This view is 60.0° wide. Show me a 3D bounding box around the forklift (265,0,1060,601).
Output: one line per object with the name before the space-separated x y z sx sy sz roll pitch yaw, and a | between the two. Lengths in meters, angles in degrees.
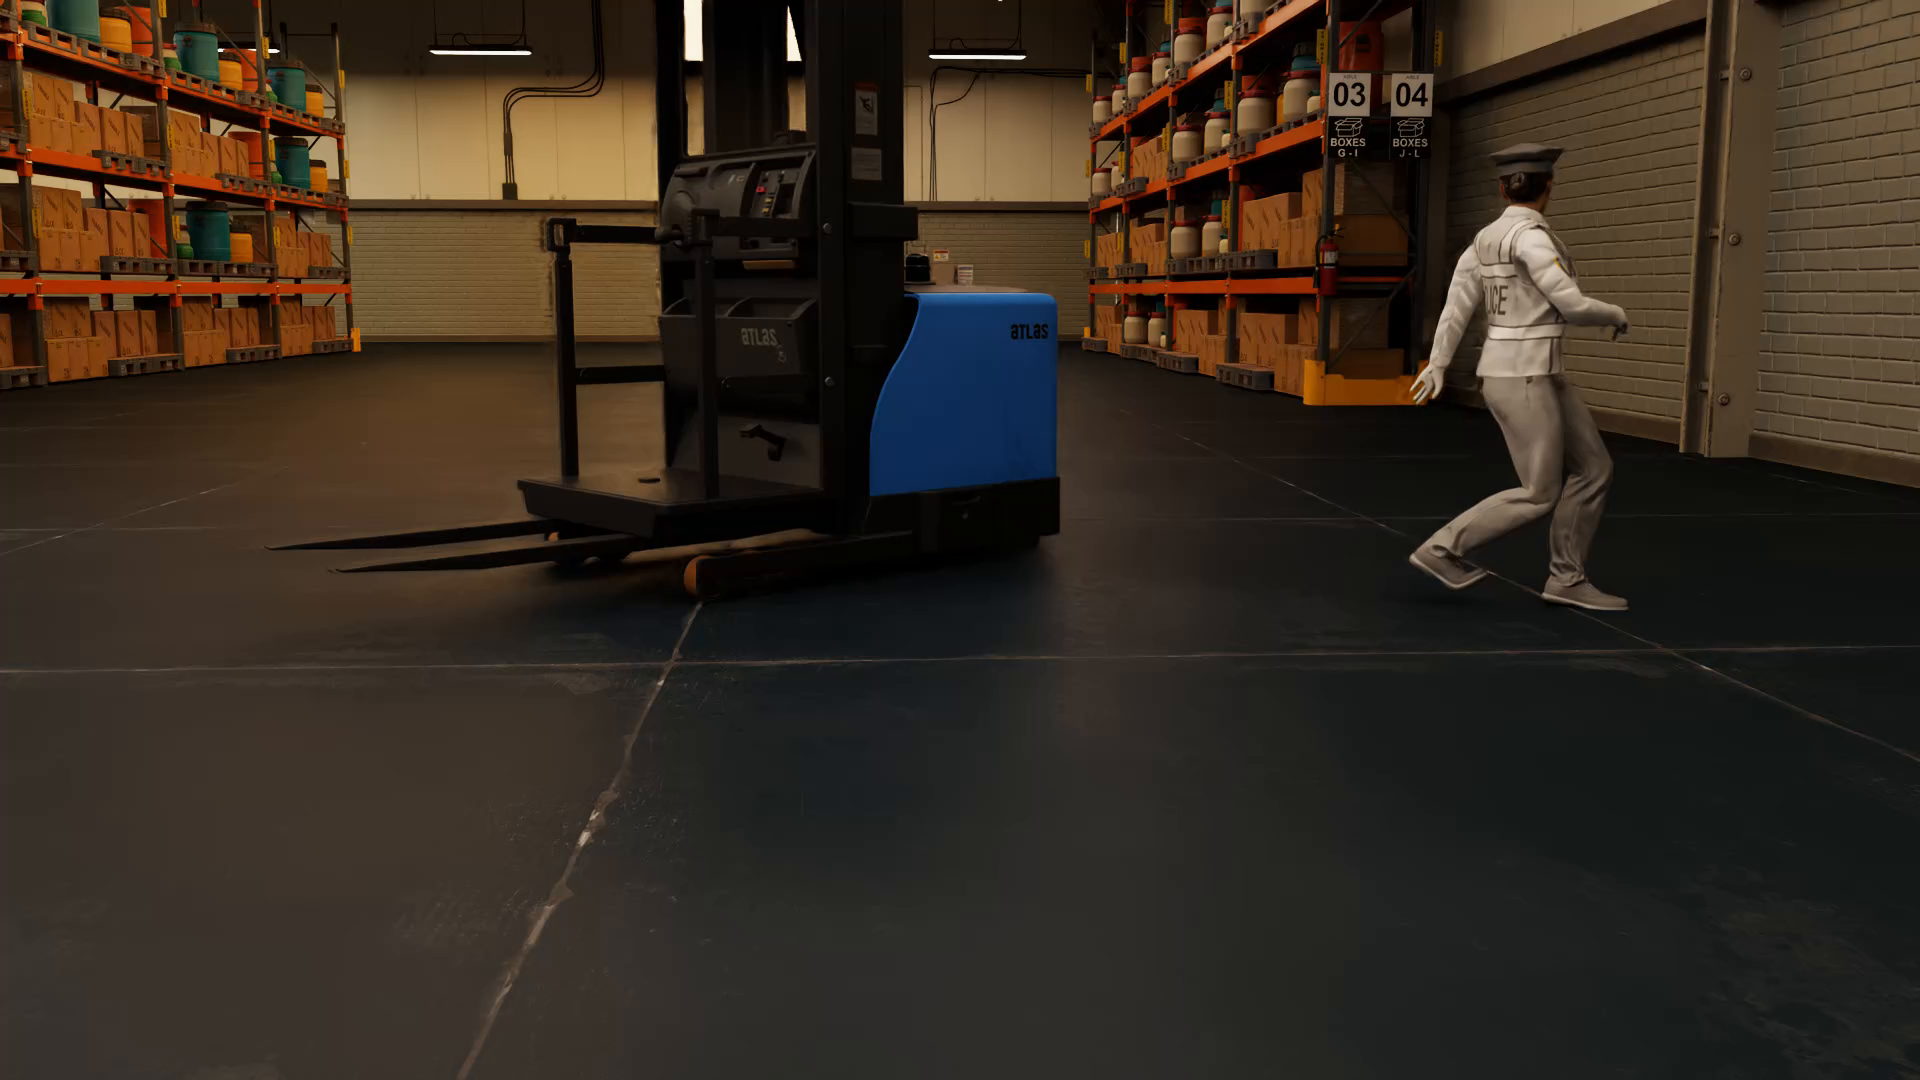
forklift | -1.012 -1.319 6.216 3.031 2.935 1.130 -8 11 -41

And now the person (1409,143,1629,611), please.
person | 1.940 -0.554 5.736 0.770 1.591 0.541 3 9 18
